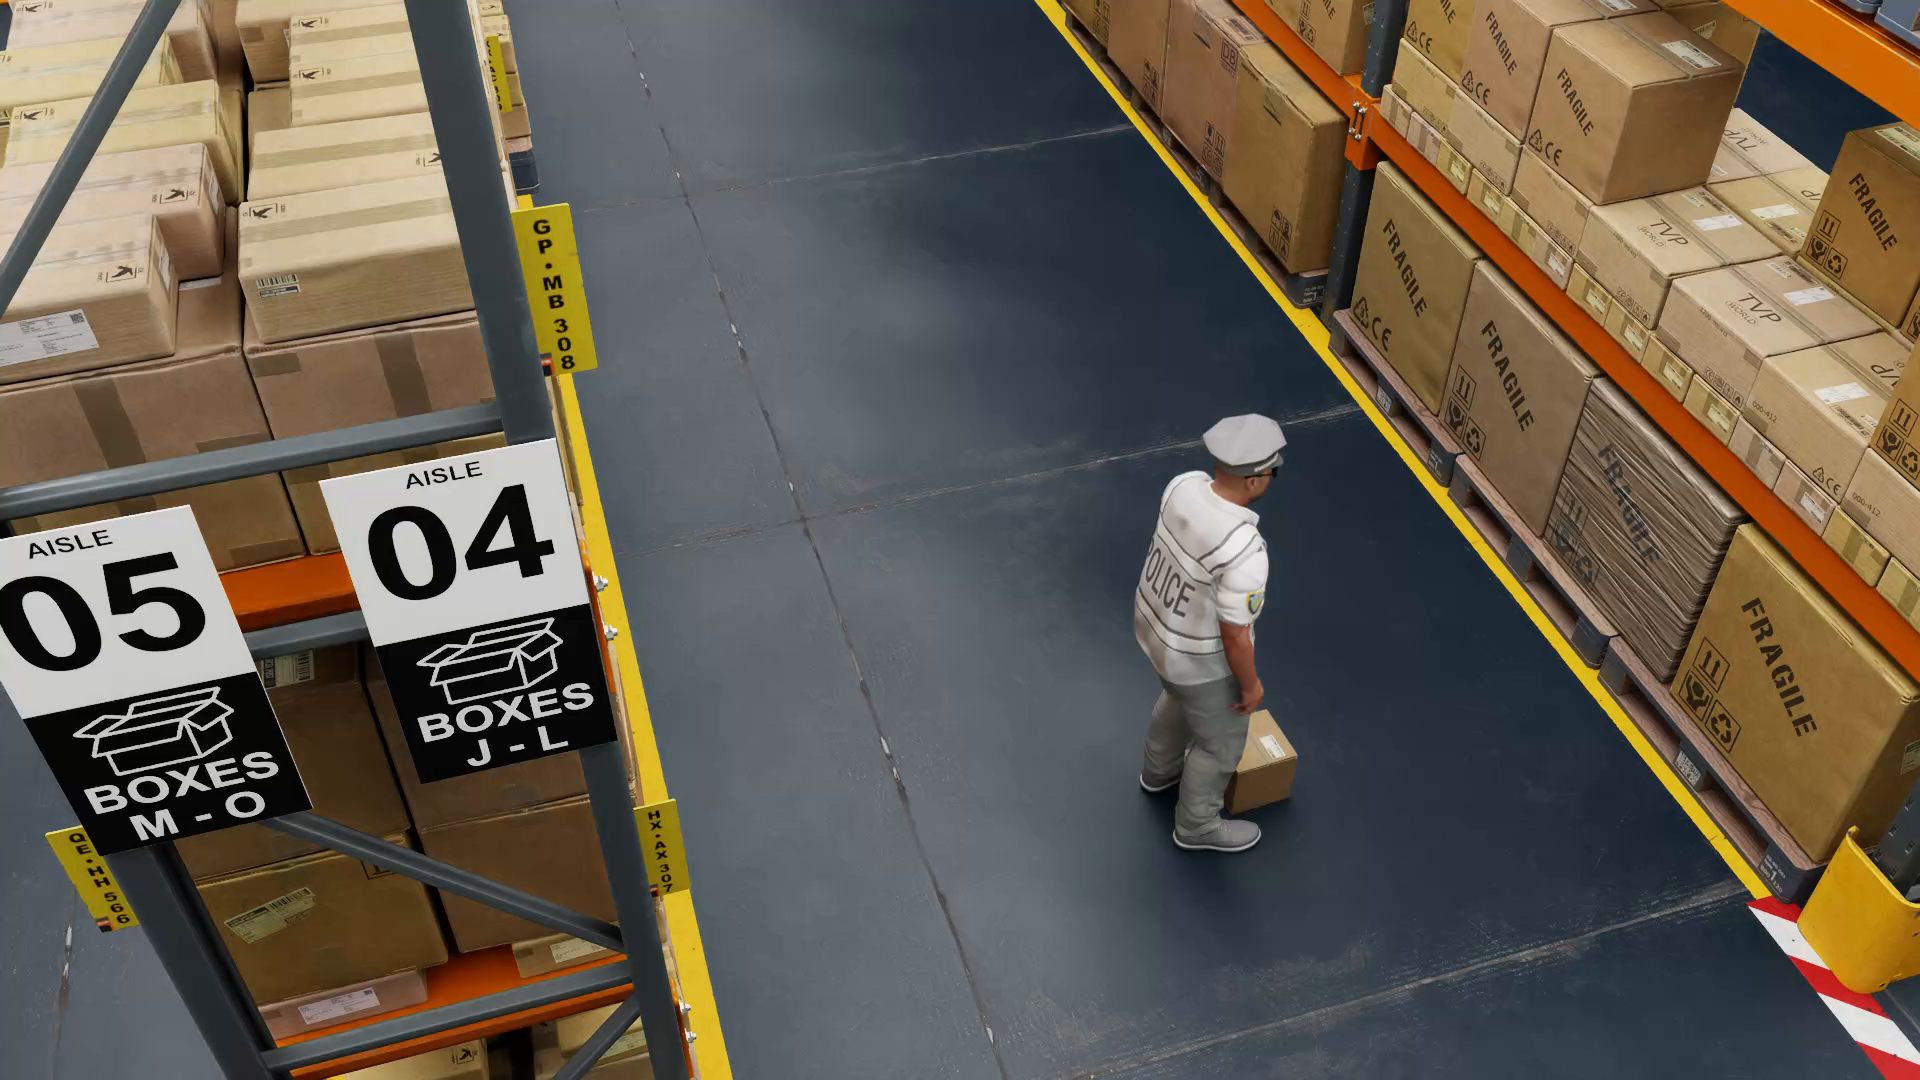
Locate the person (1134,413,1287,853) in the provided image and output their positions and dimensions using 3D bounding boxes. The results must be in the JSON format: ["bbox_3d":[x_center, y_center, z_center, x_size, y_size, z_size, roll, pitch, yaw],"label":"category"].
[{"bbox_3d":[0.839,0.347,5.767,0.432,1.750,0.606,-14,44,-15],"label":"person"}]
